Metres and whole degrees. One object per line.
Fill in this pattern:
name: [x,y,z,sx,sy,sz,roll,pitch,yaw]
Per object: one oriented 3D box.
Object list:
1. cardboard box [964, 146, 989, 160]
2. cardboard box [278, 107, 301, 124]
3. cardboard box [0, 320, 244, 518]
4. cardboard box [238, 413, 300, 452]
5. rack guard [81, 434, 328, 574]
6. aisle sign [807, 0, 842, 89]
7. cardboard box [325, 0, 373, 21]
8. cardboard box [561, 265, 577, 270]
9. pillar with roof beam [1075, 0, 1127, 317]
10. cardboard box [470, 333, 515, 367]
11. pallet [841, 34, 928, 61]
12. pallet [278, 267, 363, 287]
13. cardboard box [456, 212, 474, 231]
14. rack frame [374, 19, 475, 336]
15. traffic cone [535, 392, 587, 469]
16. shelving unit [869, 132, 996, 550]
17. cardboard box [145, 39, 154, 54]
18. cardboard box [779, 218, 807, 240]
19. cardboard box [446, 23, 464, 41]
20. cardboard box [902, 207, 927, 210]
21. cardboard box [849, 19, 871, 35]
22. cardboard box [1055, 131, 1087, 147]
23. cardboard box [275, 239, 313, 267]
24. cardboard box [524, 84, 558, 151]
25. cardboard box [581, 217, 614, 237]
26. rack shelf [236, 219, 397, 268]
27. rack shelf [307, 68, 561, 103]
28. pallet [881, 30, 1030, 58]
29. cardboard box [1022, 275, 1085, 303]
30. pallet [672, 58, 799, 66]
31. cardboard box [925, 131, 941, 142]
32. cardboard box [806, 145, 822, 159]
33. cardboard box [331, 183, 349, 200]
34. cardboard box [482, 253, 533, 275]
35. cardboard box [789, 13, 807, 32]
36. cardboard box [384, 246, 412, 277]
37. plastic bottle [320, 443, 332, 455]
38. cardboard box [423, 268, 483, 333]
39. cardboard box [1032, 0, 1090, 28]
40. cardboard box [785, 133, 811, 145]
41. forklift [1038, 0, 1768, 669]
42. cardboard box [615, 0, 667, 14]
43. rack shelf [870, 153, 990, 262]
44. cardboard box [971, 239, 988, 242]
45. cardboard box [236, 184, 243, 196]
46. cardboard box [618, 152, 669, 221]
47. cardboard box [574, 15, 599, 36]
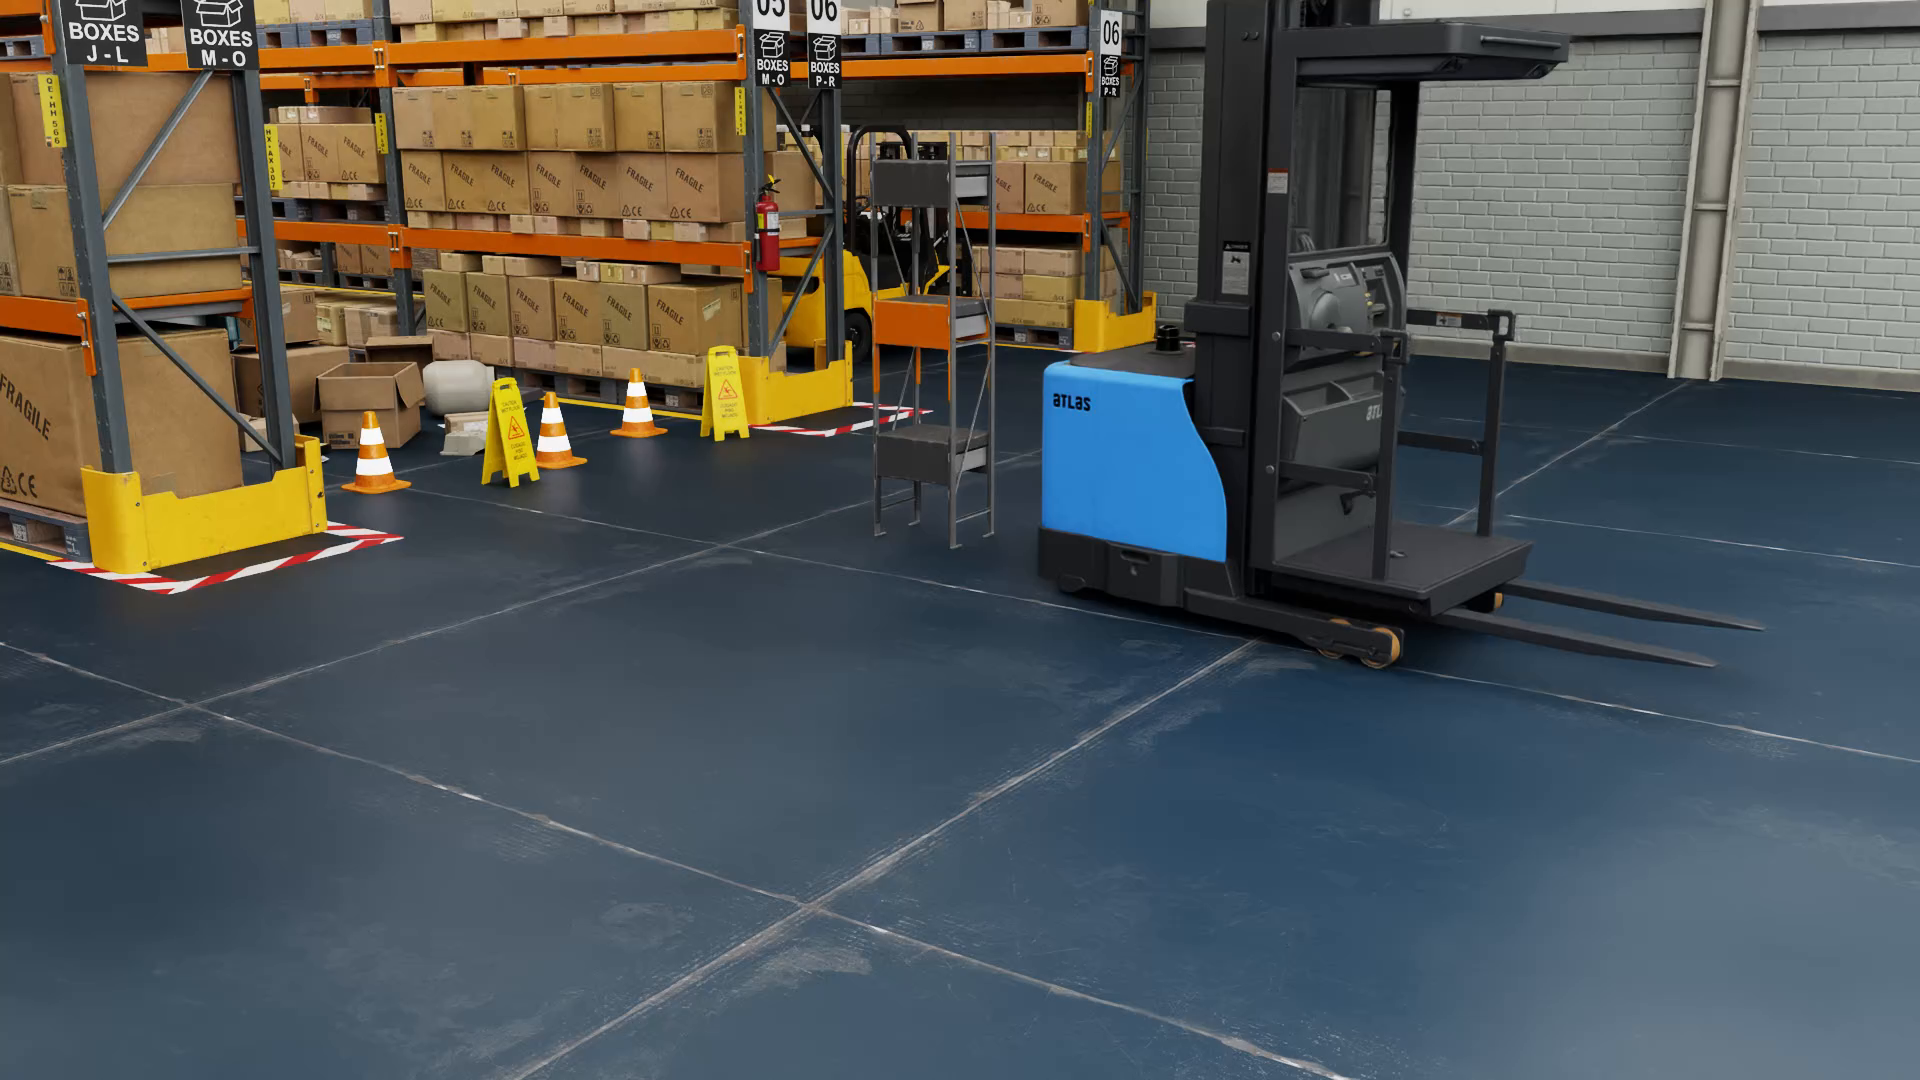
cardboard box: [0.240,-3.906,16.801,0.250,0.149,0.380,9,16,31]
cardboard box: [-5.874,-3.811,14.926,0.250,0.149,0.380,8,16,30]
cardboard box: [-4.504,-0.674,8.852,0.875,0.875,0.875,9,17,33]
cardboard box: [-4.769,-0.770,11.381,0.258,0.266,0.396,13,19,42]
rack guard: [-3.885,-0.207,8.620,0.348,0.500,1.175,9,17,33]
aisle sign: [-1.001,-3.740,12.278,0.004,0.787,0.394,9,17,33]
cardboard box: [-5.110,-4.597,14.349,0.500,0.250,0.500,9,16,32]
cardboard box: [-3.481,-2.100,14.353,0.500,0.500,0.500,10,17,34]
pillar with roof beam: [-0.936,-5.741,13.290,0.400,9.000,9.100,9,17,33]
cardboard box: [-3.757,-1.628,14.004,0.500,0.250,0.500,10,17,36]
pallet: [-1.056,-5.255,17.751,1.213,0.211,1.003,9,17,33]
pallet: [-8.985,-3.763,23.584,1.213,0.211,1.003,9,17,33]
cardboard box: [-3.986,-2.680,13.928,0.250,0.149,0.380,9,17,33]
rack frame: [-4.545,-2.961,14.542,0.127,3.000,1.000,9,17,33]
traffic cone: [-2.640,-0.727,10.795,0.334,0.463,0.336,9,17,33]
shelving unit: [-0.137,-1.041,8.661,0.503,2.100,0.431,9,17,33]
cardboard box: [-7.697,-4.755,16.071,0.250,0.149,0.380,9,17,33]
cardboard box: [-1.392,-2.389,12.756,0.250,0.149,0.380,9,17,33]
cardboard box: [-3.970,-4.147,13.613,0.250,0.149,0.380,9,17,33]
cardboard box: [-0.288,-3.682,17.247,0.500,0.500,0.500,9,17,33]
cardboard box: [-0.937,-5.314,17.245,0.250,0.149,0.380,10,17,34]
cardboard box: [1.127,-3.928,16.273,0.250,0.149,0.380,9,17,33]
cardboard box: [-9.731,-4.188,23.828,0.500,0.500,0.700,8,16,31]
cardboard box: [-3.004,-3.340,13.163,0.500,0.500,0.700,9,17,32]
cardboard box: [-2.756,-2.468,13.072,0.250,0.149,0.380,9,17,32]
rack shelf: [-6.204,-2.880,15.712,4.000,0.370,1.077,9,17,33]
rack shelf: [-6.756,-5.863,21.518,4.000,0.370,1.077,9,17,33]
pallet: [-0.047,-5.091,17.089,1.213,0.211,1.003,9,17,33]
cardboard box: [0.963,-2.529,16.606,0.500,0.250,0.500,9,16,32]
pallet: [-2.517,-5.430,18.672,1.217,0.209,0.805,8,16,31]
cardboard box: [-0.150,-4.133,17.100,0.250,0.149,0.380,9,17,34]
cardboard box: [-1.444,-4.185,17.928,0.250,0.149,0.380,10,17,34]
cardboard box: [-5.335,-3.096,14.735,0.250,0.149,0.380,9,16,31]
cardboard box: [-3.708,-2.279,13.723,0.250,0.149,0.380,10,17,35]
cardboard box: [-1.320,-3.868,12.486,0.250,0.149,0.380,9,17,33]
cardboard box: [-7.281,-3.767,22.128,0.500,0.500,0.500,9,16,31]
plastic bottle: [-4.388,-0.615,11.179,0.283,0.061,0.133,3,14,14]
cardboard box: [-4.206,-2.061,14.194,0.500,0.500,0.500,10,17,35]
cardboard box: [1.038,-5.182,15.983,0.500,0.500,0.500,10,17,35]
cardboard box: [-1.679,-4.357,18.004,0.250,0.149,0.380,10,17,34]
forklift: [1.811,-1.045,6.946,3.031,2.935,1.130,12,18,39]
cardboard box: [-2.210,-4.037,12.341,0.500,0.250,0.500,9,16,32]
rack shelf: [-0.137,-1.708,8.496,0.480,0.518,0.431,9,17,33]
cardboard box: [0.001,-3.077,17.778,0.500,0.250,0.500,9,16,32]
cardboard box: [-6.564,-3.320,15.642,0.250,0.149,0.380,10,17,35]
cardboard box: [-2.243,-2.703,12.674,0.500,0.500,0.500,9,17,33]
cardboard box: [-2.725,-3.928,12.729,0.250,0.149,0.380,9,16,31]
